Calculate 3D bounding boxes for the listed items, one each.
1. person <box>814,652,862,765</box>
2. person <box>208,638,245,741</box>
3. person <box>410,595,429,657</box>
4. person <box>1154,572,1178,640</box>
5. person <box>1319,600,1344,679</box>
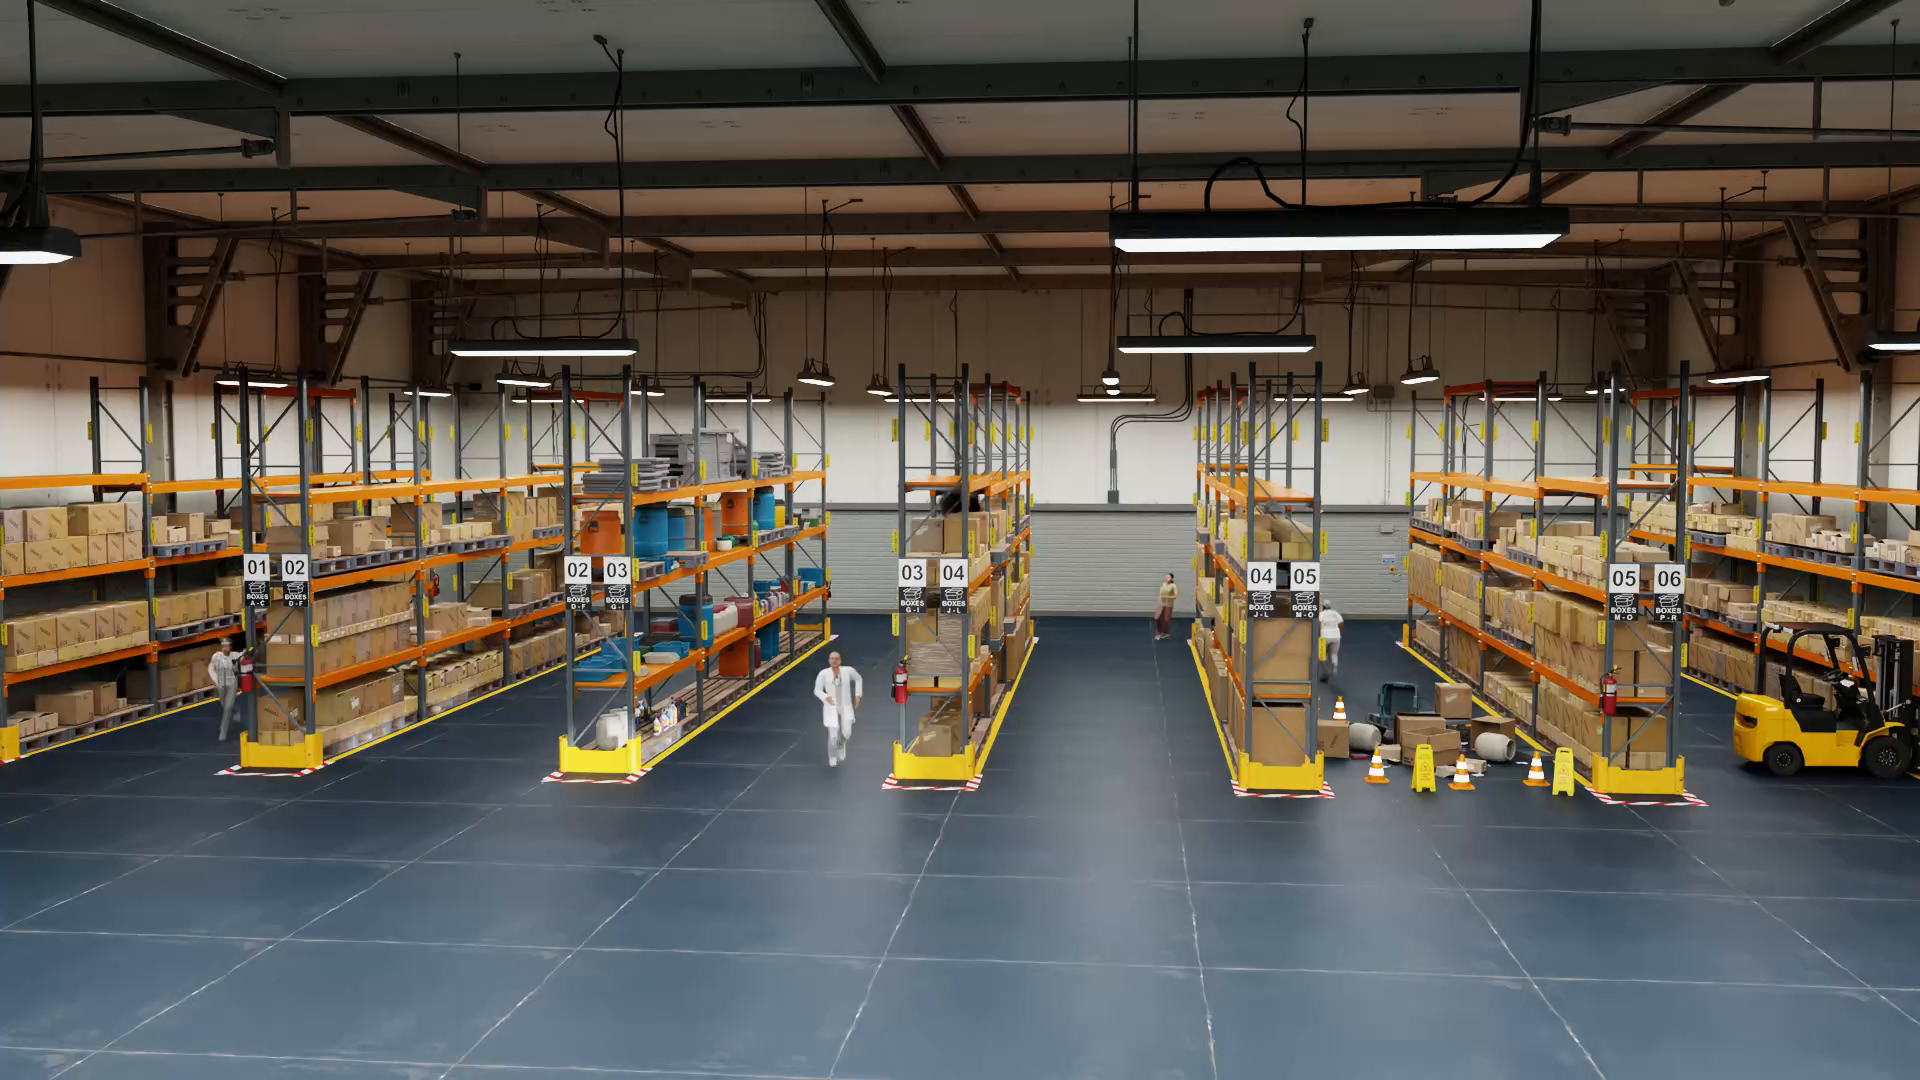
[{"bbox_3d":[-1.817,2.536,24.893,0.732,1.736,0.785,0,4,-7],"label":"person"},{"bbox_3d":[-12.101,2.422,27.543,0.619,1.681,1.024,0,4,-7],"label":"person"},{"bbox_3d":[-10.970,1.944,33.924,0.633,1.699,0.862,1,4,11],"label":"person"},{"bbox_3d":[5.035,1.620,40.207,0.594,1.682,0.654,2,4,32],"label":"person"},{"bbox_3d":[7.453,2.056,33.559,0.604,1.665,0.993,0,4,3],"label":"person"}]
